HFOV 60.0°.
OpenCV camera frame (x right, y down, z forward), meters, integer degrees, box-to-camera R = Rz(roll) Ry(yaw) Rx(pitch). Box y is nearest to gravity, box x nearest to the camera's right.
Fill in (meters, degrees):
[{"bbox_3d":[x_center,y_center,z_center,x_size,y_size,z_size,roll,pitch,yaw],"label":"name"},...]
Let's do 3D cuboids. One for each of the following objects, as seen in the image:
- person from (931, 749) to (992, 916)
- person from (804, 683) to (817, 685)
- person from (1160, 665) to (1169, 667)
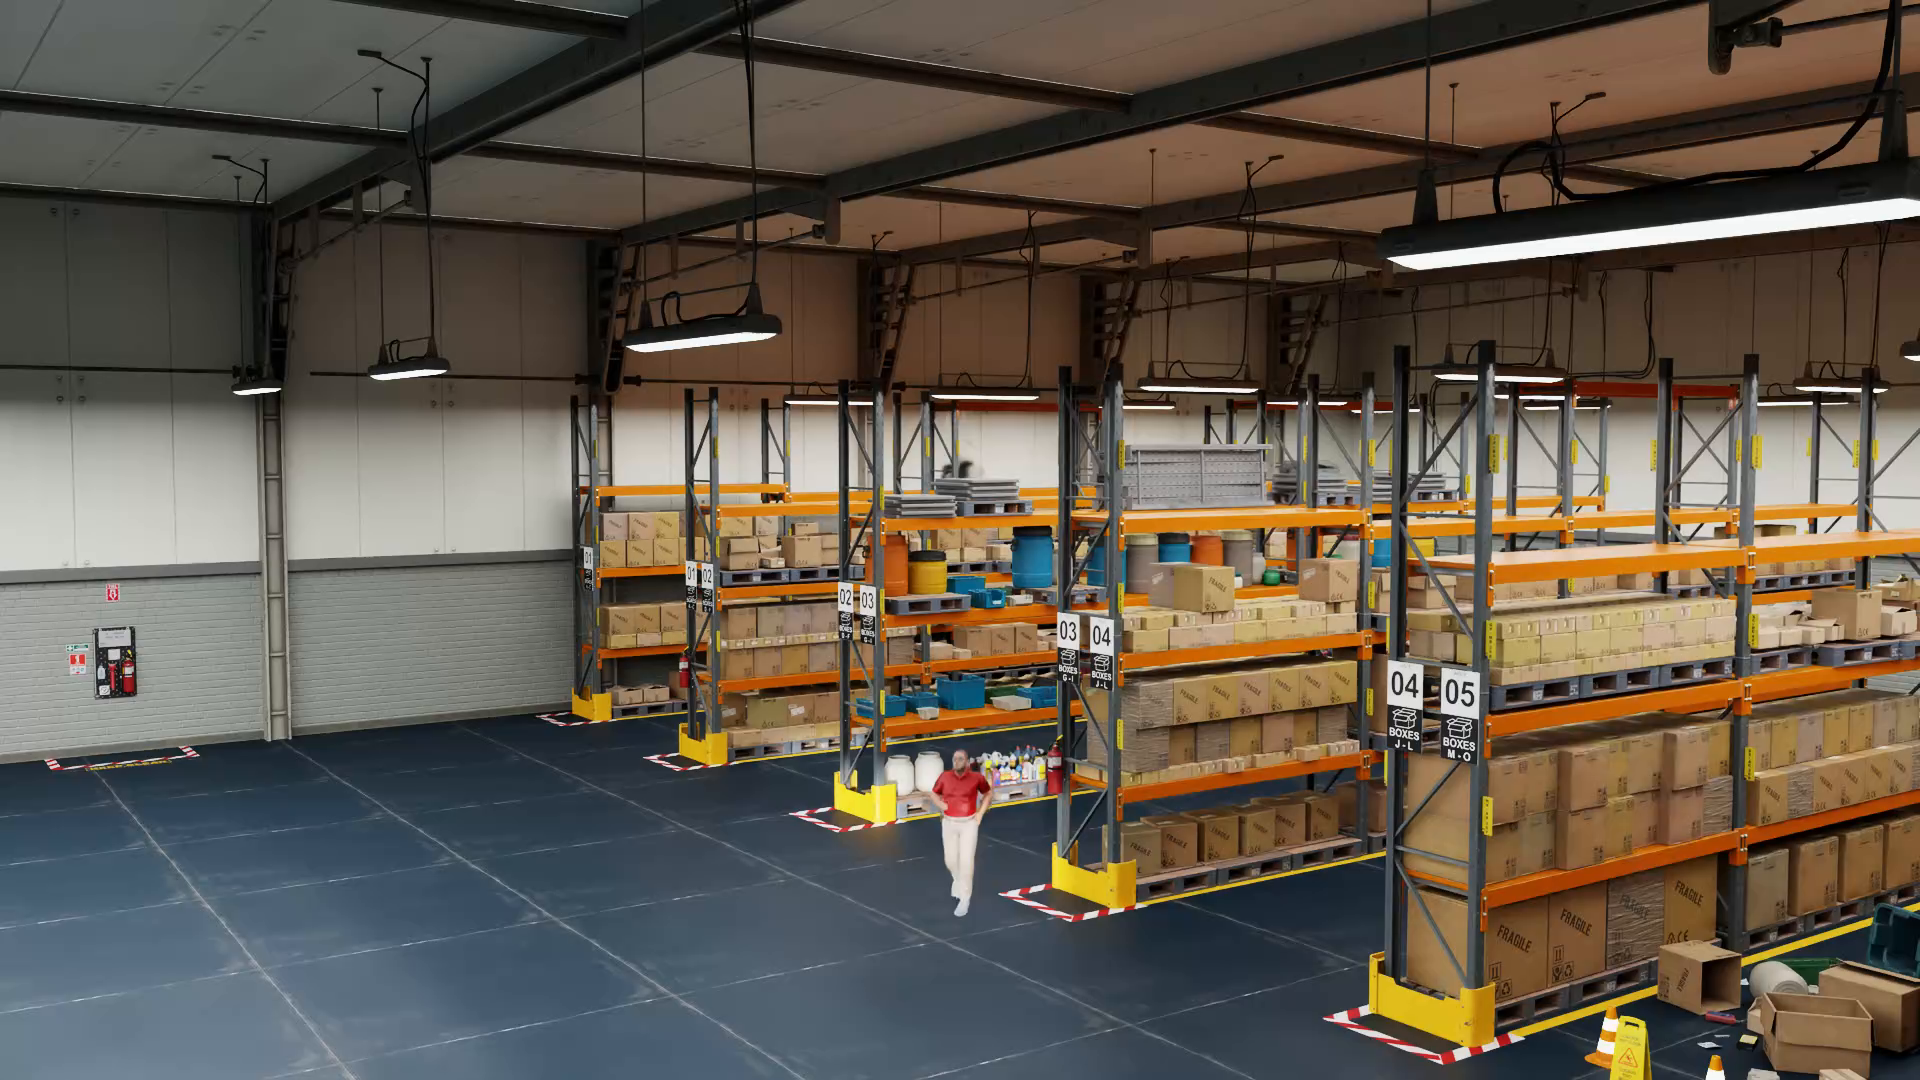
[{"bbox_3d":[-0.010,3.194,18.434,0.665,1.758,0.848,1,4,15],"label":"person"},{"bbox_3d":[-2.680,2.436,30.422,0.712,1.776,1.037,3,5,43],"label":"person"},{"bbox_3d":[3.535,2.525,29.386,0.661,1.783,0.676,-3,5,-41],"label":"person"}]
